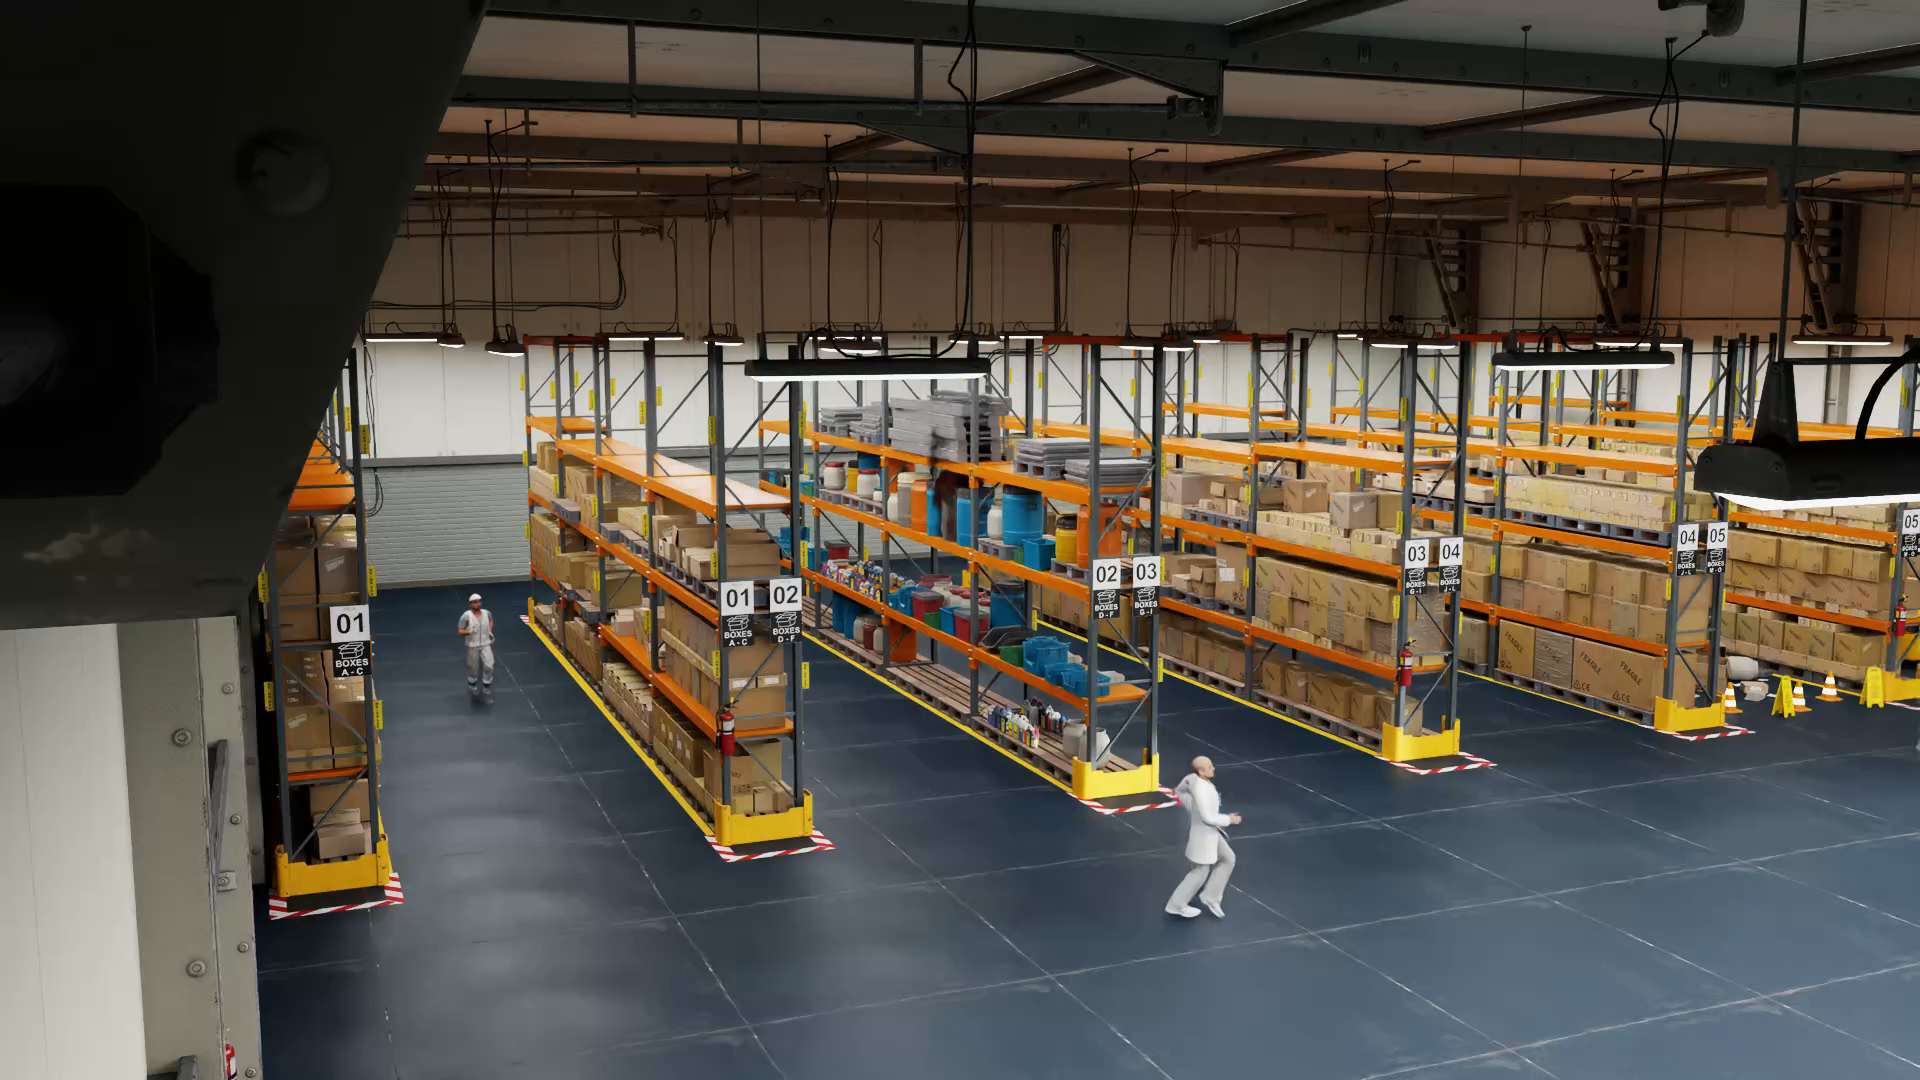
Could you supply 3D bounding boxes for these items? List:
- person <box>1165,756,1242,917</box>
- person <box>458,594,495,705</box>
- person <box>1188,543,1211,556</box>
[{"bbox_3d":[2.579,3.151,17.584,0.789,1.796,0.718,1,8,6],"label":"person"},{"bbox_3d":[-7.961,1.797,27.477,0.637,1.839,0.739,-5,9,-31],"label":"person"},{"bbox_3d":[6.112,-0.081,42.191,0.770,1.722,0.550,-3,8,-19],"label":"person"}]
